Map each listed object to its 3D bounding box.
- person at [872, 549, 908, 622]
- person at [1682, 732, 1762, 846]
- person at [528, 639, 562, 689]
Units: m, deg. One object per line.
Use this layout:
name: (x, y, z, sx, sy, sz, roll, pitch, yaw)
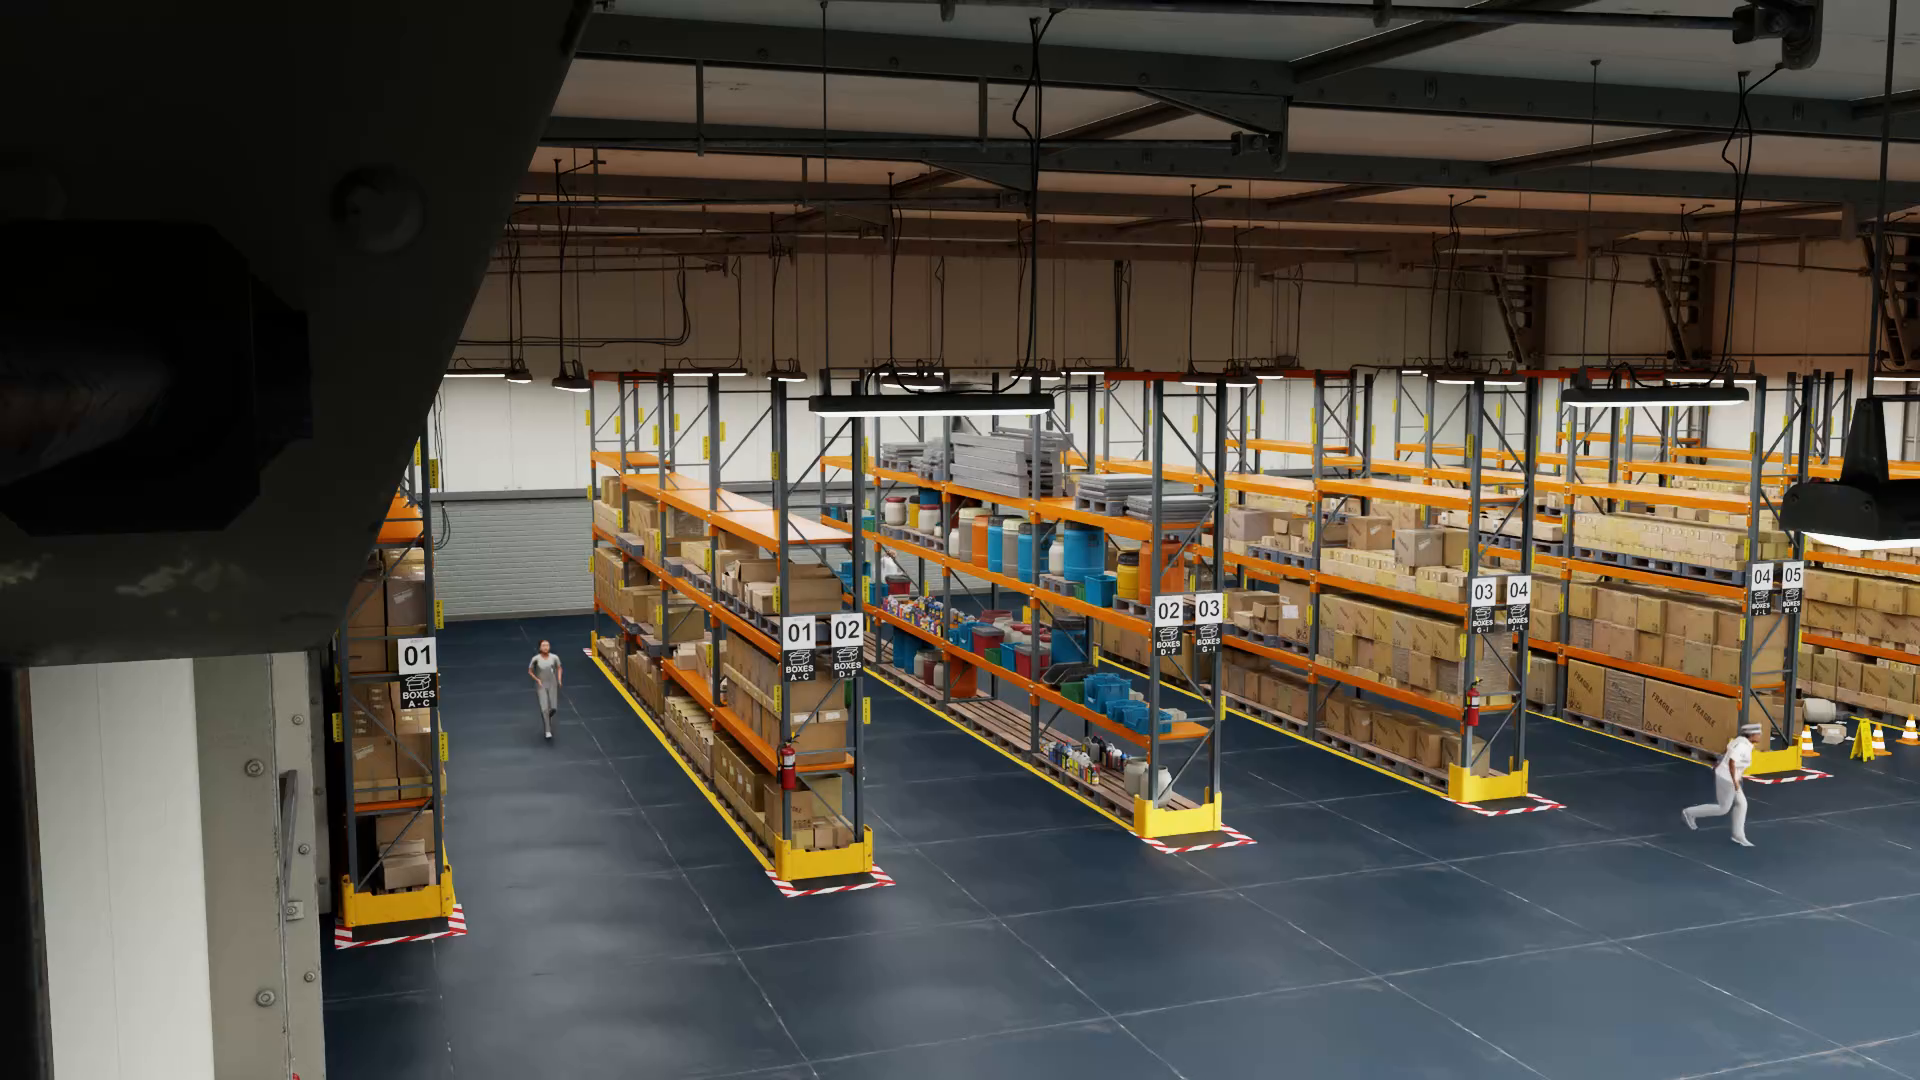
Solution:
person: (-1.653, 1.062, 39.326, 0.847, 1.732, 0.759, -1, 6, -11)
person: (9.900, 3.161, 21.633, 0.899, 1.614, 0.584, 2, 7, 17)
person: (-6.863, 2.061, 27.564, 0.565, 0.839, 0.431, -3, 7, -22)
